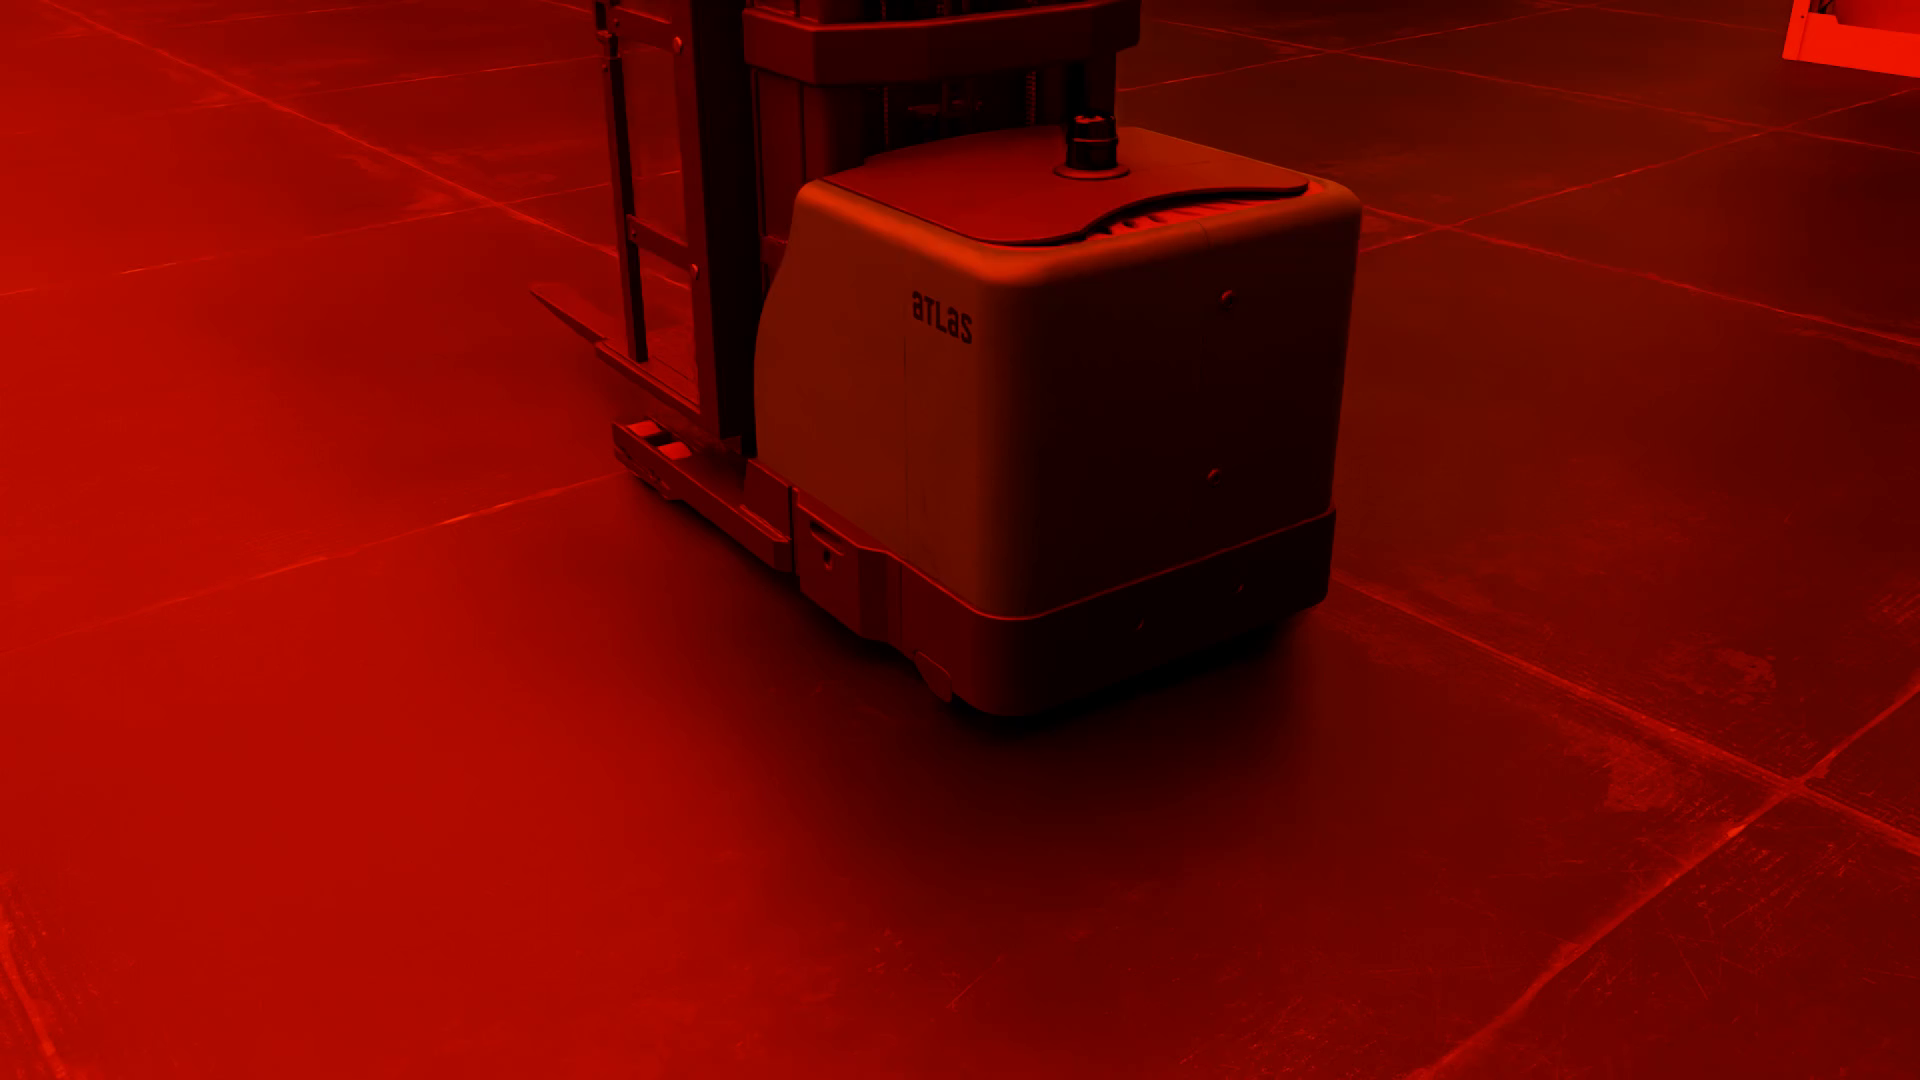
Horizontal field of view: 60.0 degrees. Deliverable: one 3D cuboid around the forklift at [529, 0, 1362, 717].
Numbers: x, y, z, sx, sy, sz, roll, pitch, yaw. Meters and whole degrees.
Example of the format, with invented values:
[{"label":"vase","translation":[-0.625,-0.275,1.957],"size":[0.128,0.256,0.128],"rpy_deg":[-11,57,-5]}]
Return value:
[{"label":"forklift","translation":[-0.357,-1.534,4.294],"size":[1.130,2.935,3.031],"rpy_deg":[-17,31,-31]}]
